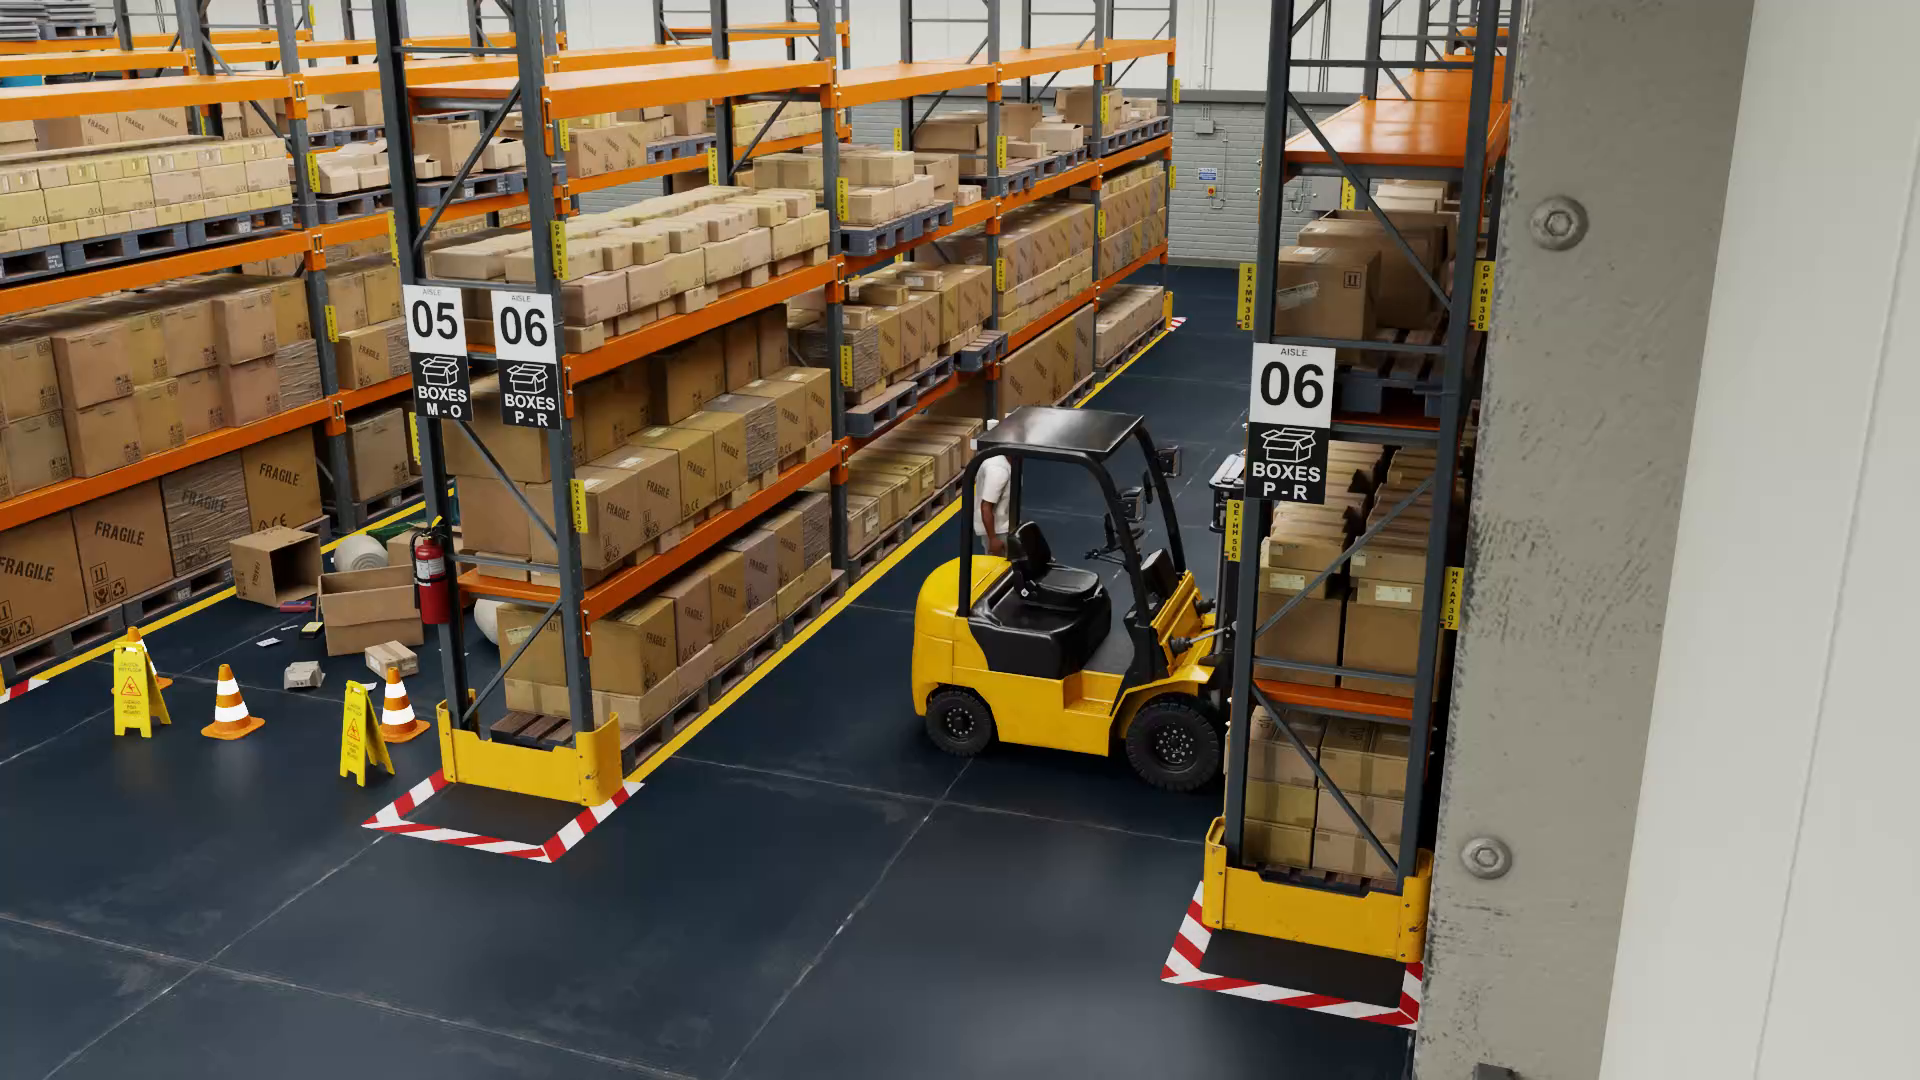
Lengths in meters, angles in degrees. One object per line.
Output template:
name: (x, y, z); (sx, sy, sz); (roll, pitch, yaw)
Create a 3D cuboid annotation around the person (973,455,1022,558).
person: (0.341, -0.081, 12.774); (0.461, 1.760, 0.626); (6, 19, 18)
